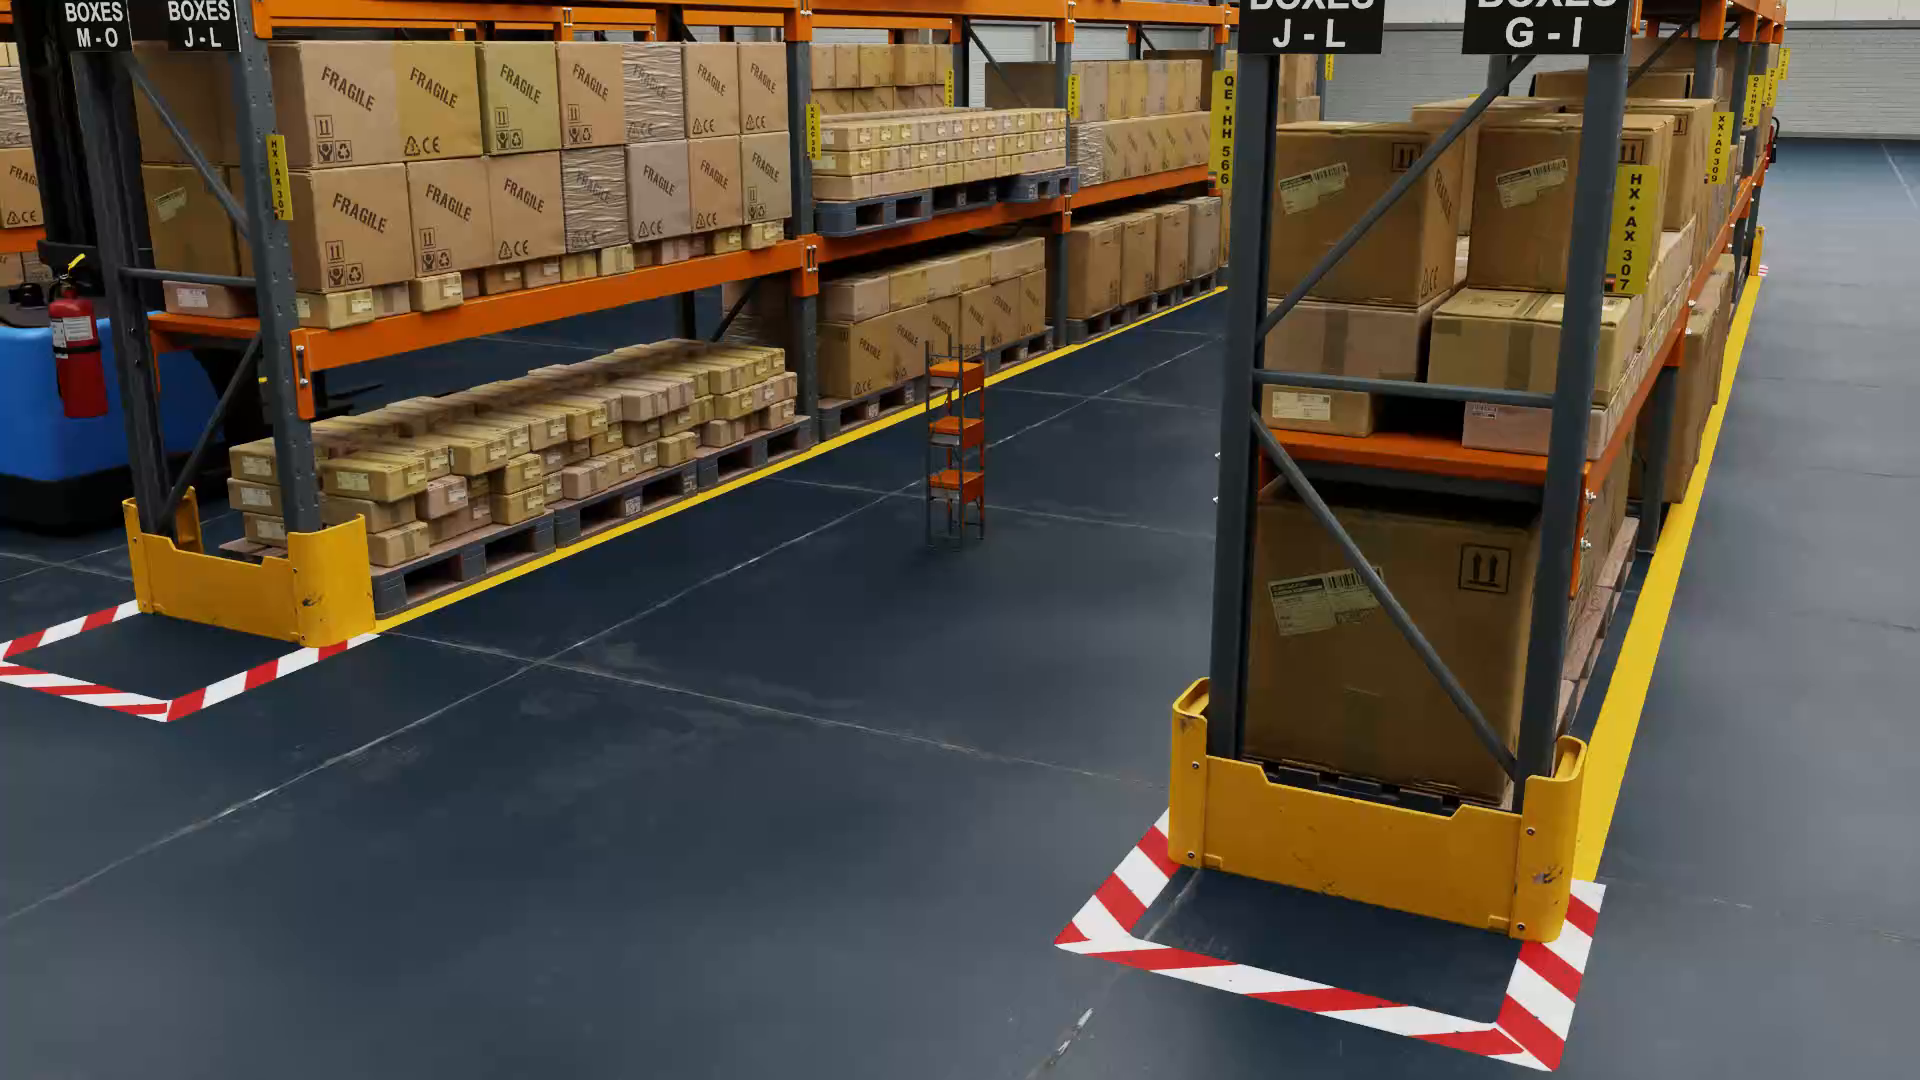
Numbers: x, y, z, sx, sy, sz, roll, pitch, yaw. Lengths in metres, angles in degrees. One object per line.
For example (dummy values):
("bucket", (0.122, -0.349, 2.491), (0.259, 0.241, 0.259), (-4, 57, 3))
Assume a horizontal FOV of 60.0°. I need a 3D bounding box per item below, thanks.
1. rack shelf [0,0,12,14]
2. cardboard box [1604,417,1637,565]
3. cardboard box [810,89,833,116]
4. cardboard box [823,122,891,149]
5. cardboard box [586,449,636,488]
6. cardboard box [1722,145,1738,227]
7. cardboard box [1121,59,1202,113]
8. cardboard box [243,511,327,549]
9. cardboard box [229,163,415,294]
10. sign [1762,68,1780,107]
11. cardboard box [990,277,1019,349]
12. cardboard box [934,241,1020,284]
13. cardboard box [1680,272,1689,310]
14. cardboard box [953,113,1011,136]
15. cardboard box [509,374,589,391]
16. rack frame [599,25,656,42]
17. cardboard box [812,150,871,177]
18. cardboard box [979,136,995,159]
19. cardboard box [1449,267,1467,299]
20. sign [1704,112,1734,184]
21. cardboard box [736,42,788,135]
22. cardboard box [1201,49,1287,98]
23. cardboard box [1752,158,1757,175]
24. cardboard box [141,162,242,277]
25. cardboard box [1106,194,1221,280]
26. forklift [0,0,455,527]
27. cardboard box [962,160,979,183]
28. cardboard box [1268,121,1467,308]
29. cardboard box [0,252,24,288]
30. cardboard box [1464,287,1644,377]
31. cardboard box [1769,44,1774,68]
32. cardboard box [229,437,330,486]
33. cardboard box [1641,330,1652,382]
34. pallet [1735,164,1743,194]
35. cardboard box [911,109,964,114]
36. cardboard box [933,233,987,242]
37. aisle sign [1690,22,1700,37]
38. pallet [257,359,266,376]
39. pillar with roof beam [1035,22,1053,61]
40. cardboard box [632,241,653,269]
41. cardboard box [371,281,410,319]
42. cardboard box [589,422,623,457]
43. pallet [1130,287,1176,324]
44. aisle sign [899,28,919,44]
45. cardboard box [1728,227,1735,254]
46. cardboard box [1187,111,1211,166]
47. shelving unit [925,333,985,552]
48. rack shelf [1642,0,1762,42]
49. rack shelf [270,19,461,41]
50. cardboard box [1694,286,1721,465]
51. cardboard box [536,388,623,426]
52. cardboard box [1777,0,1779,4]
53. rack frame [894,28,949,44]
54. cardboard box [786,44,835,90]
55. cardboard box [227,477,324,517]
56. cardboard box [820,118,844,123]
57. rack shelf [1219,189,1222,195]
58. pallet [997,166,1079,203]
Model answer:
("rack shelf", (-6.736, -3.281, 10.298), (1.077, 0.370, 4.000), (8, 18, 25))
("cardboard box", (2.657, -0.461, 7.804), (0.875, 0.875, 0.875), (8, 18, 25))
("cardboard box", (-1.821, -5.002, 19.399), (0.500, 0.500, 0.500), (8, 18, 25))
("cardboard box", (-0.662, -2.573, 10.578), (0.380, 0.149, 0.250), (9, 19, 27))
("cardboard box", (-1.956, -0.398, 8.864), (0.380, 0.149, 0.250), (8, 18, 25))
("cardboard box", (4.812, -2.346, 10.979), (0.500, 0.500, 0.500), (9, 19, 27))
("cardboard box", (1.990, -4.531, 16.580), (0.700, 0.500, 0.500), (8, 18, 24))
("cardboard box", (-3.107, -0.070, 7.760), (0.380, 0.149, 0.250), (8, 19, 26))
("cardboard box", (-2.708, -1.344, 7.084), (0.500, 0.500, 0.500), (9, 19, 28))
("sign", (7.096, -3.960, 14.554), (0.100, 0.325, 0.005), (8, 18, 25))
("cardboard box", (0.123, -1.783, 12.910), (0.500, 0.500, 0.500), (9, 19, 28))
("cardboard box", (0.132, -2.137, 12.787), (0.500, 0.250, 0.500), (8, 18, 26))
("cardboard box", (3.065, -1.131, 7.505), (0.380, 0.149, 0.250), (8, 19, 26))
("cardboard box", (0.150, -3.035, 12.135), (0.380, 0.149, 0.250), (8, 18, 25))
("cardboard box", (-2.284, -0.815, 9.224), (0.380, 0.149, 0.250), (7, 18, 23))
("rack frame", (-4.922, -6.384, 24.751), (1.000, 3.000, 0.127), (8, 18, 25))
("cardboard box", (-0.781, -2.359, 10.378), (0.380, 0.149, 0.250), (8, 19, 26))
("cardboard box", (0.031, -2.823, 11.942), (0.380, 0.149, 0.250), (9, 19, 27))
("cardboard box", (1.443, -0.775, 5.605), (0.500, 0.250, 0.500), (8, 18, 24))
("sign", (3.521, -1.819, 7.722), (0.100, 0.325, 0.005), (8, 18, 25))
("cardboard box", (-1.337, -2.609, 9.586), (0.500, 0.500, 0.500), (7, 18, 23))
("cardboard box", (3.258, -5.373, 19.185), (0.875, 0.550, 0.550), (8, 18, 25))
("cardboard box", (7.087, -3.432, 15.253), (0.380, 0.149, 0.250), (8, 18, 25))
("cardboard box", (-3.185, -1.412, 7.312), (0.500, 0.500, 0.500), (9, 19, 26))
("cardboard box", (2.009, -3.084, 16.854), (1.050, 0.750, 0.750), (8, 18, 25))
("forklift", (-4.360, -1.845, 9.590), (1.130, 2.935, 3.031), (8, 19, 26))
("cardboard box", (-0.087, -2.613, 11.757), (0.380, 0.149, 0.250), (7, 18, 23))
("cardboard box", (1.219, -1.005, 5.065), (0.500, 0.500, 0.500), (8, 18, 26))
("cardboard box", (-9.411, -2.689, 15.962), (0.500, 0.500, 0.500), (8, 18, 24))
("cardboard box", (1.919, -0.709, 5.386), (0.500, 0.250, 0.500), (8, 18, 25))
("cardboard box", (7.249, -4.354, 15.461), (0.500, 0.500, 0.500), (8, 18, 25))
("cardboard box", (-3.146, -0.361, 7.697), (0.380, 0.149, 0.250), (8, 18, 26))
("cardboard box", (2.263, -0.673, 5.965), (0.380, 0.149, 0.250), (8, 18, 25))
("pallet", (5.659, -2.873, 13.265), (1.003, 0.211, 1.213), (8, 18, 25))
("cardboard box", (-0.192, -3.254, 12.872), (0.380, 0.149, 0.250), (8, 18, 25))
("cardboard box", (-0.106, -2.330, 13.436), (0.500, 0.250, 0.500), (7, 18, 23))
("aisle sign", (8.145, -5.793, 18.195), (0.394, 0.787, 0.004), (8, 18, 25))
("pallet", (-5.565, -1.567, 13.428), (1.003, 0.211, 1.213), (8, 18, 25))
("pillar with roof beam", (5.855, -13.235, 37.279), (9.100, 9.000, 0.400), (8, 18, 25))
("cardboard box", (-1.871, -1.537, 8.871), (0.380, 0.149, 0.250), (8, 18, 25))
("cardboard box", (-2.641, -1.065, 7.283), (0.380, 0.149, 0.250), (9, 19, 27))
("cardboard box", (-2.030, -0.562, 8.895), (0.380, 0.149, 0.250), (9, 19, 28))
("pallet", (1.385, -2.276, 15.817), (1.003, 0.211, 1.213), (8, 18, 25))
("aisle sign", (-0.730, -7.055, 22.444), (0.394, 0.787, 0.004), (8, 18, 25))
("cardboard box", (7.855, -3.183, 17.624), (0.500, 0.500, 0.500), (14, 22, 40))
("cardboard box", (2.212, -4.012, 16.588), (0.500, 0.500, 0.500), (8, 18, 25))
("shelving unit", (-0.024, -0.490, 8.329), (0.215, 1.050, 0.252), (8, 18, 25))
("rack shelf", (3.917, -3.039, 9.483), (1.077, 0.370, 4.000), (8, 18, 25))
("rack shelf", (-7.603, -5.949, 19.281), (1.077, 0.370, 4.000), (8, 18, 25))
("cardboard box", (3.690, -1.013, 9.659), (1.225, 0.875, 0.875), (7, 18, 23))
("cardboard box", (-2.021, -0.698, 8.832), (0.380, 0.149, 0.250), (8, 18, 26))
("cardboard box", (7.260, -5.058, 15.280), (0.500, 0.250, 0.500), (8, 18, 25))
("rack frame", (-0.480, -5.754, 22.628), (1.000, 3.000, 0.127), (8, 18, 25))
("cardboard box", (-1.877, -5.489, 19.284), (0.700, 0.500, 0.500), (8, 18, 25))
("cardboard box", (-3.175, -0.222, 7.752), (0.380, 0.149, 0.250), (8, 18, 24))
("cardboard box", (-1.010, -2.787, 11.300), (0.380, 0.149, 0.250), (8, 18, 25))
("rack shelf", (3.100, -4.296, 18.982), (1.077, 0.370, 4.000), (8, 18, 25))
("pallet", (0.196, -2.825, 13.105), (1.213, 0.211, 1.003), (8, 18, 25))
